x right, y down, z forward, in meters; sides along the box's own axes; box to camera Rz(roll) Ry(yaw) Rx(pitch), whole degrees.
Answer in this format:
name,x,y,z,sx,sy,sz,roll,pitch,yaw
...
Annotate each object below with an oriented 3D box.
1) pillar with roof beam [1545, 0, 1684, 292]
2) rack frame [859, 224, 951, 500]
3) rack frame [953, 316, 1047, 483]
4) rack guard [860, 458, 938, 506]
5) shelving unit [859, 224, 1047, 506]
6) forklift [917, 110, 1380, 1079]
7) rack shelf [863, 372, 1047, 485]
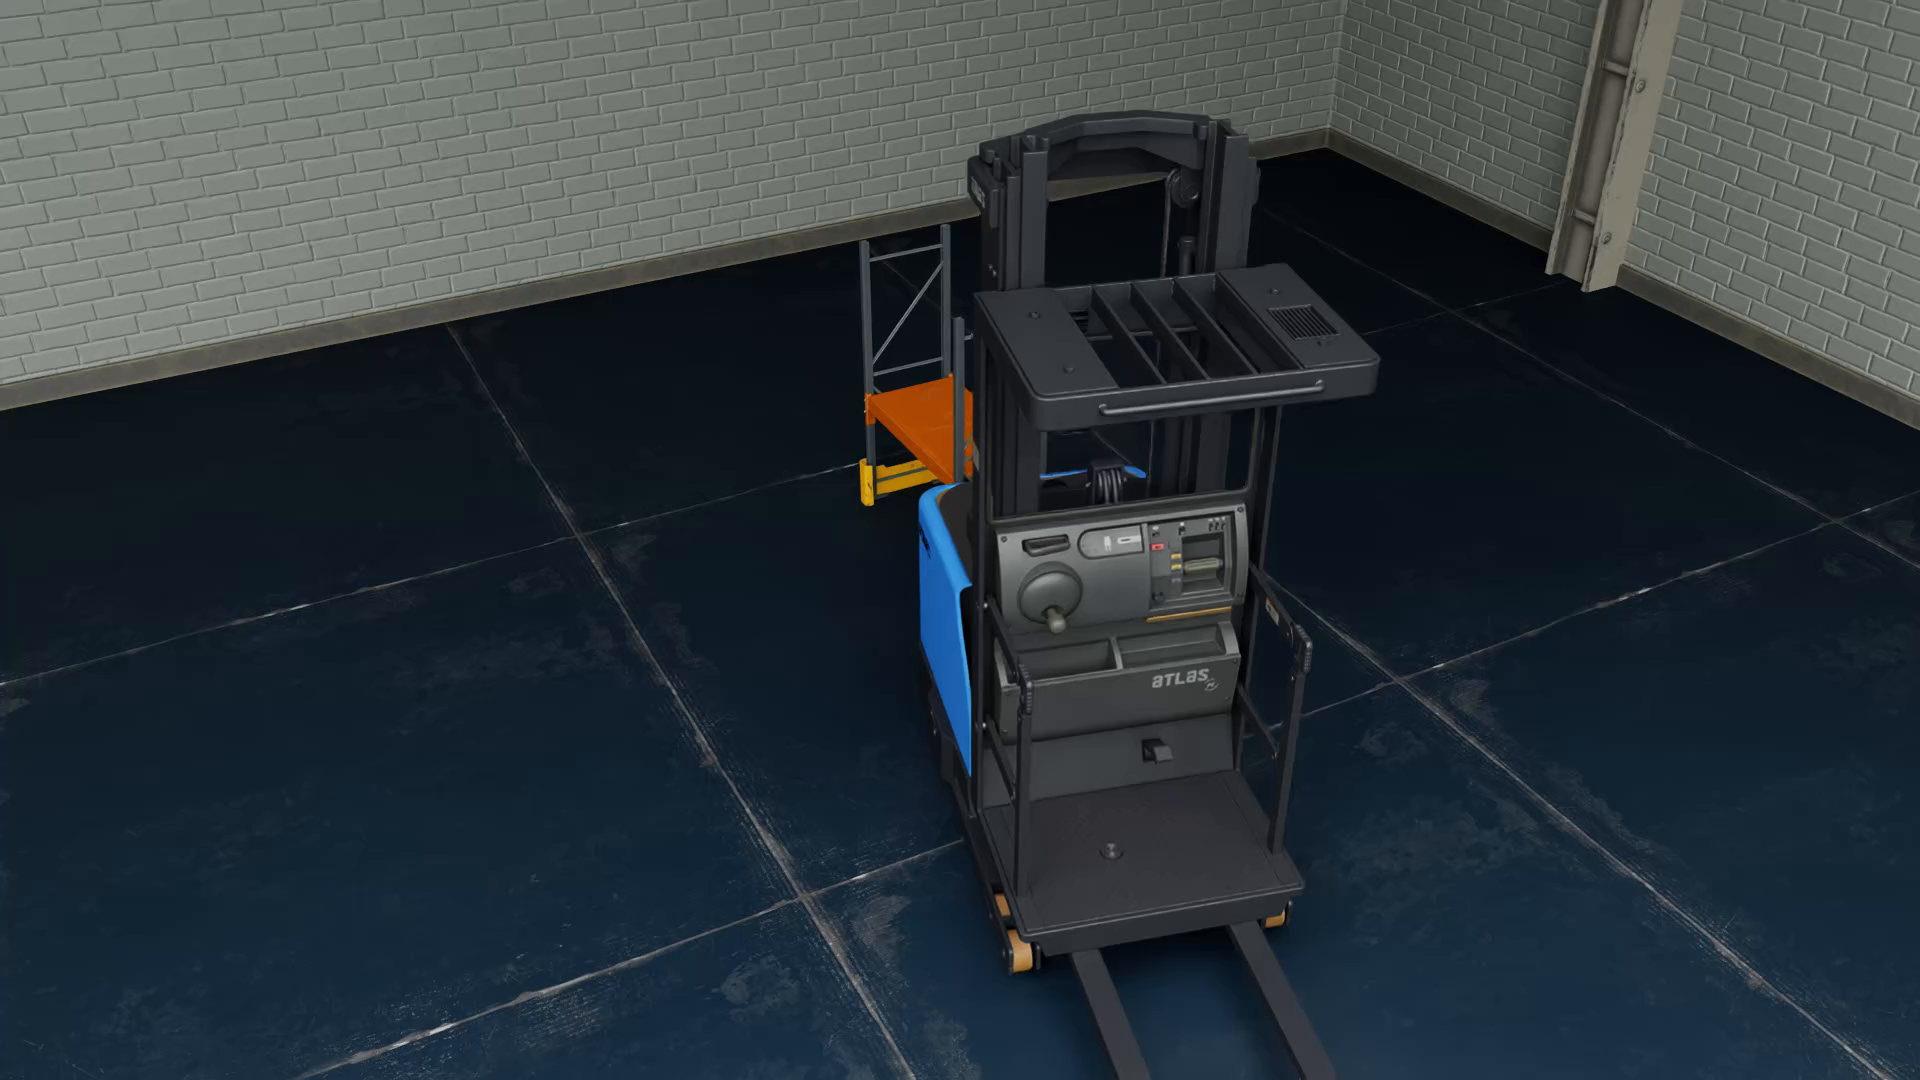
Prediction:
name,x,y,z,sx,sy,sz,roll,pitch,yaw
pillar with roof beam,0.526,-4.535,7.486,9.100,9.000,0.400,-16,36,-23
rack frame,-0.277,-0.915,8.788,0.500,1.500,0.032,-16,36,-23
rack frame,0.197,-0.430,8.030,0.500,1.500,0.032,-16,36,-23
rack guard,-0.268,-0.379,9.110,0.587,0.250,0.087,-16,36,-23
shelving unit,-0.036,-0.668,8.402,0.587,1.500,1.083,-16,36,-23
forklift,0.640,0.156,5.789,1.130,2.935,3.031,-7,33,-11
rack shelf,-0.040,-0.521,8.506,0.538,0.185,1.000,-16,36,-23
